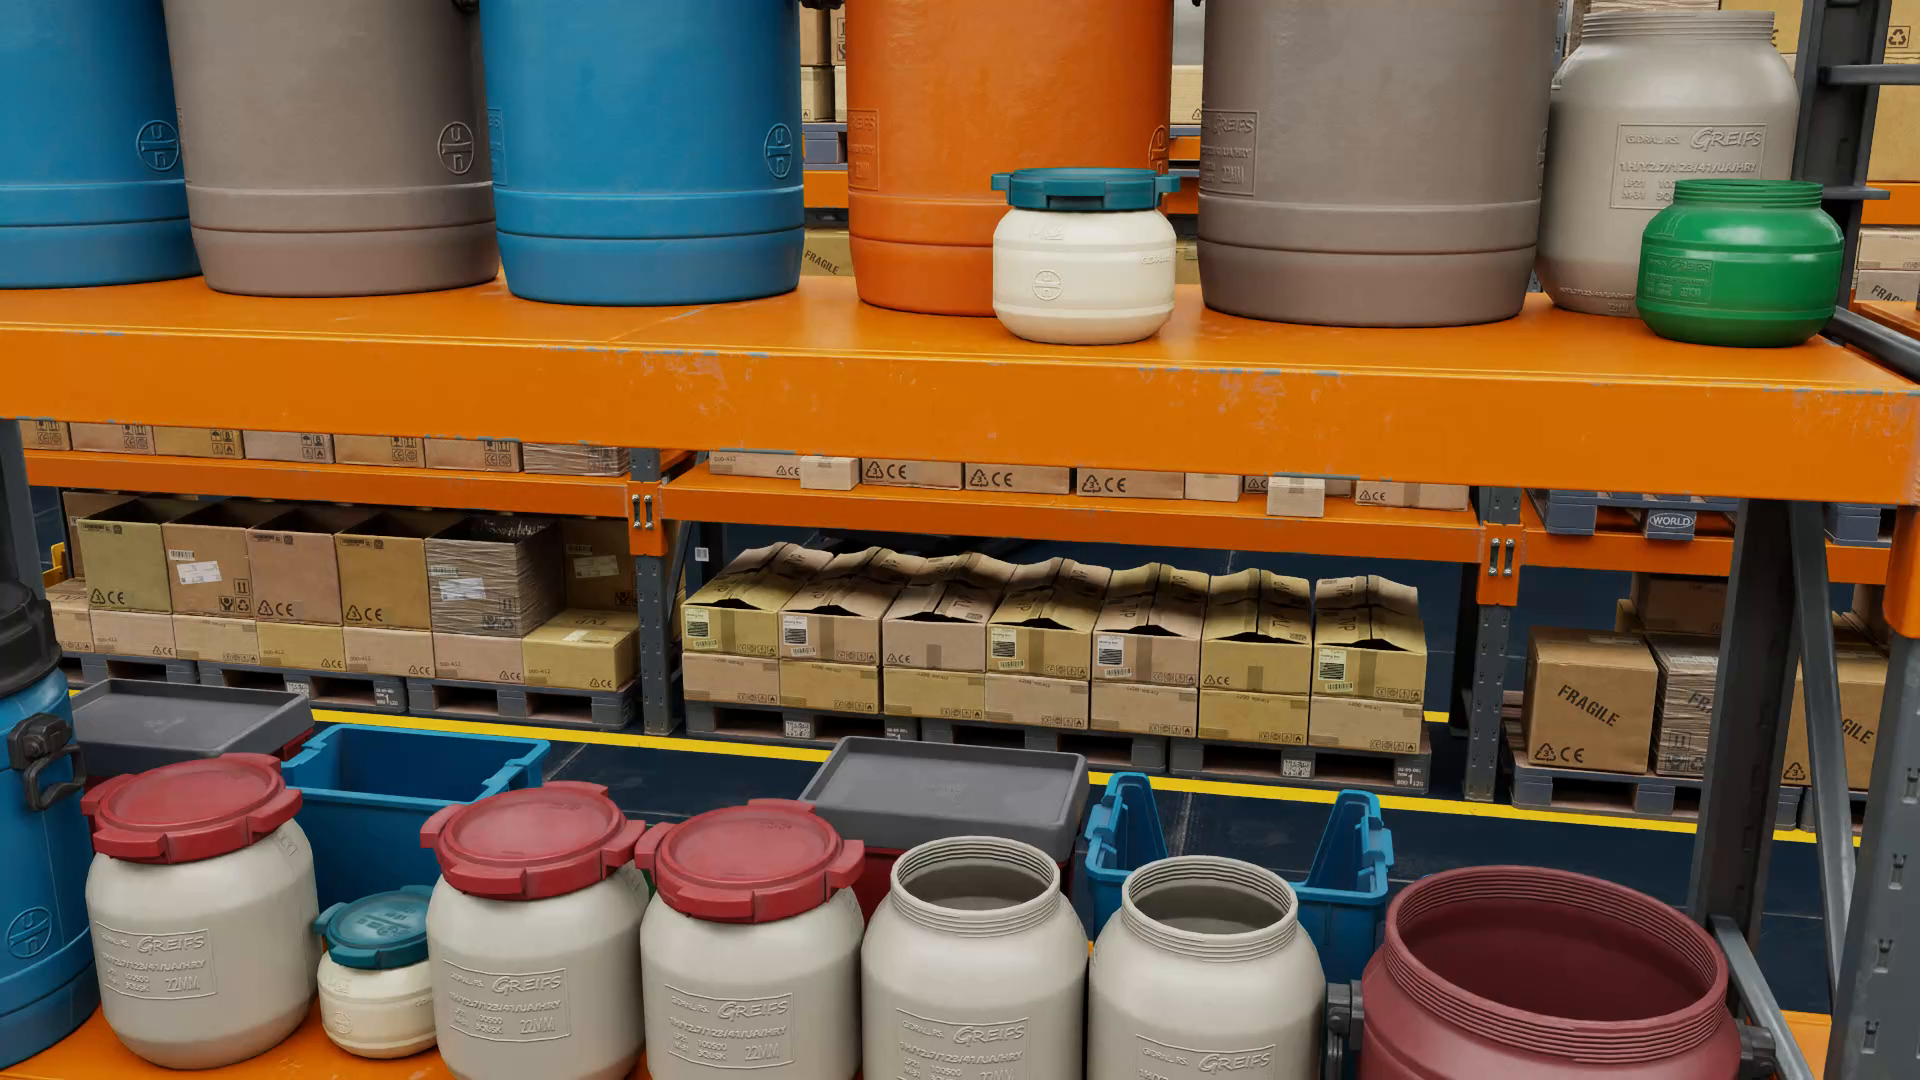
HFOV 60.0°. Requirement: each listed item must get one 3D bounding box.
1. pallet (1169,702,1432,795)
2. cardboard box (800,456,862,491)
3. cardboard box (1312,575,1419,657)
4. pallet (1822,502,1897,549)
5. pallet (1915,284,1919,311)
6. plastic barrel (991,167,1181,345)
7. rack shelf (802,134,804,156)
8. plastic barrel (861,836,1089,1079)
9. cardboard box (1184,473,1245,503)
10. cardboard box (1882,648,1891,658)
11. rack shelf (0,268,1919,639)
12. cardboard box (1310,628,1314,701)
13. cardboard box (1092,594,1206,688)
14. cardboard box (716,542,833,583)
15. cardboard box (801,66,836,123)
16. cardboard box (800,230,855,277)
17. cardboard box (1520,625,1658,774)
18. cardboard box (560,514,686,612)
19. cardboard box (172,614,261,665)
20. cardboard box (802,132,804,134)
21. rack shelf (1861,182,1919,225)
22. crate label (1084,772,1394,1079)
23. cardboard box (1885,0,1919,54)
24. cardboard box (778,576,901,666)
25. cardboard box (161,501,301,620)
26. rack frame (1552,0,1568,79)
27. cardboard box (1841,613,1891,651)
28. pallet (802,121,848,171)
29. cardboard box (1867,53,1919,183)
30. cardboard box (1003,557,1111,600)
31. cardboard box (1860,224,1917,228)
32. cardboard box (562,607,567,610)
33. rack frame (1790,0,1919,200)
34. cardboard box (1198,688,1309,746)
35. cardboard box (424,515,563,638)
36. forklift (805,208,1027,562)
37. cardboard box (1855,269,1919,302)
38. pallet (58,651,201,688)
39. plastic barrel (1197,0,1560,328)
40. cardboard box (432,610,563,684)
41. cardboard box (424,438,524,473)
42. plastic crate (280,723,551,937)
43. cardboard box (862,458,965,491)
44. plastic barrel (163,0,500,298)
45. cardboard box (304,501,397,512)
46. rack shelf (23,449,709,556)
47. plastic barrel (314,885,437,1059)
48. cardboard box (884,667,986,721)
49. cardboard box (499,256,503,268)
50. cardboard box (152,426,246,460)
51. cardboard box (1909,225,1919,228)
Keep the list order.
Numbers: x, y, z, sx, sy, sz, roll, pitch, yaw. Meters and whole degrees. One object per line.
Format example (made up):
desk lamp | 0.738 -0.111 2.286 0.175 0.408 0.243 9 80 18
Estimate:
pallet | 1.683 0.921 8.273 1.213 0.211 1.003 3 16 11
cardboard box | -0.610 -0.360 8.144 0.250 0.149 0.380 3 16 11
cardboard box | 2.028 0.379 8.320 0.500 0.311 0.500 4 16 13
pallet | 4.389 -0.174 7.362 1.213 0.211 1.003 3 16 11
pallet | 2.222 -0.362 2.414 1.213 0.211 1.003 3 16 11
plastic barrel | 0.199 -0.459 2.670 0.301 0.262 0.301 0 15 0
rack shelf | -2.414 -3.083 13.233 4.000 0.370 1.077 3 16 11
plastic barrel | 0.028 0.851 3.090 0.421 0.512 0.421 0 15 0
cardboard box | 1.222 -0.301 7.931 0.250 0.149 0.380 4 16 15
cardboard box | 4.389 0.803 7.332 0.500 0.500 0.500 3 16 9
rack shelf | -0.468 -0.279 3.108 4.000 0.370 1.077 3 16 11
cardboard box | 2.028 0.649 8.395 0.500 0.250 0.500 3 16 11
cardboard box | 0.915 0.466 8.003 0.500 0.311 0.500 3 16 11
cardboard box | -0.983 0.217 8.903 0.500 0.311 0.500 3 16 11
cardboard box | -0.835 -2.122 7.910 0.500 0.250 0.500 5 16 17
cardboard box | -0.979 -2.121 12.869 0.500 0.500 0.500 3 16 11
cardboard box | 2.872 0.722 7.623 0.500 0.500 0.500 4 16 13
cardboard box | -1.829 0.073 9.070 0.500 0.500 0.500 3 16 11
cardboard box | -3.895 0.467 9.051 0.500 0.250 0.500 3 16 11
cardboard box | -1.000 -3.344 12.600 0.500 0.500 0.500 4 16 13
rack shelf | 4.442 -1.362 7.017 4.000 0.370 1.077 3 16 11
crate label | 0.572 0.786 3.470 0.616 0.435 0.502 3 16 11
cardboard box | 3.908 -2.266 6.873 0.500 0.500 0.500 3 16 11
cardboard box | -0.593 0.386 8.294 0.500 0.311 0.500 3 16 10
cardboard box | -3.893 0.103 8.962 0.500 0.500 0.500 3 16 11
rack frame | 2.482 -3.260 6.905 0.127 3.000 1.000 3 16 11
cardboard box | 4.468 0.666 7.828 0.500 0.500 0.500 3 16 9
pallet | -0.570 -1.892 7.942 1.217 0.209 0.805 2 16 9
cardboard box | 3.926 -1.794 7.042 0.500 0.500 0.910 3 16 11
cardboard box | 0.508 0.298 8.611 0.500 0.311 0.500 3 16 10
cardboard box | 6.473 -2.134 11.889 0.500 0.250 0.500 3 16 12
cardboard box | -2.320 0.409 9.261 0.500 0.250 0.500 3 16 11
rack frame | 1.492 -1.965 2.228 0.127 3.000 1.000 3 16 11
cardboard box | 1.412 0.763 7.983 0.500 0.250 0.500 3 16 10
cardboard box | -2.423 0.182 8.675 0.500 0.500 0.500 3 16 11
forklift | -0.315 -1.268 11.078 1.130 2.935 3.031 9 18 29
cardboard box | 6.381 -1.637 11.500 0.500 0.500 0.500 3 16 12
pallet | -4.599 0.579 9.507 1.213 0.211 1.003 3 16 11
plastic barrel | 0.730 -0.861 2.924 0.600 0.901 0.600 0 15 0
cardboard box | -2.423 0.544 8.773 0.500 0.250 0.500 3 16 11
cardboard box | -2.392 -0.678 8.635 0.500 0.500 0.700 3 16 11
plastic crate | -1.285 0.699 3.881 0.575 0.384 0.392 3 16 11
cardboard box | -0.172 -0.557 8.197 0.500 0.500 0.500 4 16 15
plastic barrel | -1.246 -0.968 3.311 0.600 0.901 0.600 0 15 0
cardboard box | -3.300 -0.006 9.356 0.500 0.500 0.500 3 16 11
rack shelf | -3.397 -0.342 8.954 4.000 0.370 1.077 3 16 11
plastic barrel | -1.162 0.891 3.416 0.301 0.262 0.301 0 15 0
cardboard box | -0.083 0.681 8.277 0.500 0.250 0.500 3 16 9
cardboard box | -2.369 -1.304 8.463 0.500 0.500 0.700 3 16 11
cardboard box | -3.901 -0.760 8.930 0.500 0.500 0.700 3 16 11
cardboard box | 6.987 -2.108 11.795 0.500 0.250 0.500 4 16 13
